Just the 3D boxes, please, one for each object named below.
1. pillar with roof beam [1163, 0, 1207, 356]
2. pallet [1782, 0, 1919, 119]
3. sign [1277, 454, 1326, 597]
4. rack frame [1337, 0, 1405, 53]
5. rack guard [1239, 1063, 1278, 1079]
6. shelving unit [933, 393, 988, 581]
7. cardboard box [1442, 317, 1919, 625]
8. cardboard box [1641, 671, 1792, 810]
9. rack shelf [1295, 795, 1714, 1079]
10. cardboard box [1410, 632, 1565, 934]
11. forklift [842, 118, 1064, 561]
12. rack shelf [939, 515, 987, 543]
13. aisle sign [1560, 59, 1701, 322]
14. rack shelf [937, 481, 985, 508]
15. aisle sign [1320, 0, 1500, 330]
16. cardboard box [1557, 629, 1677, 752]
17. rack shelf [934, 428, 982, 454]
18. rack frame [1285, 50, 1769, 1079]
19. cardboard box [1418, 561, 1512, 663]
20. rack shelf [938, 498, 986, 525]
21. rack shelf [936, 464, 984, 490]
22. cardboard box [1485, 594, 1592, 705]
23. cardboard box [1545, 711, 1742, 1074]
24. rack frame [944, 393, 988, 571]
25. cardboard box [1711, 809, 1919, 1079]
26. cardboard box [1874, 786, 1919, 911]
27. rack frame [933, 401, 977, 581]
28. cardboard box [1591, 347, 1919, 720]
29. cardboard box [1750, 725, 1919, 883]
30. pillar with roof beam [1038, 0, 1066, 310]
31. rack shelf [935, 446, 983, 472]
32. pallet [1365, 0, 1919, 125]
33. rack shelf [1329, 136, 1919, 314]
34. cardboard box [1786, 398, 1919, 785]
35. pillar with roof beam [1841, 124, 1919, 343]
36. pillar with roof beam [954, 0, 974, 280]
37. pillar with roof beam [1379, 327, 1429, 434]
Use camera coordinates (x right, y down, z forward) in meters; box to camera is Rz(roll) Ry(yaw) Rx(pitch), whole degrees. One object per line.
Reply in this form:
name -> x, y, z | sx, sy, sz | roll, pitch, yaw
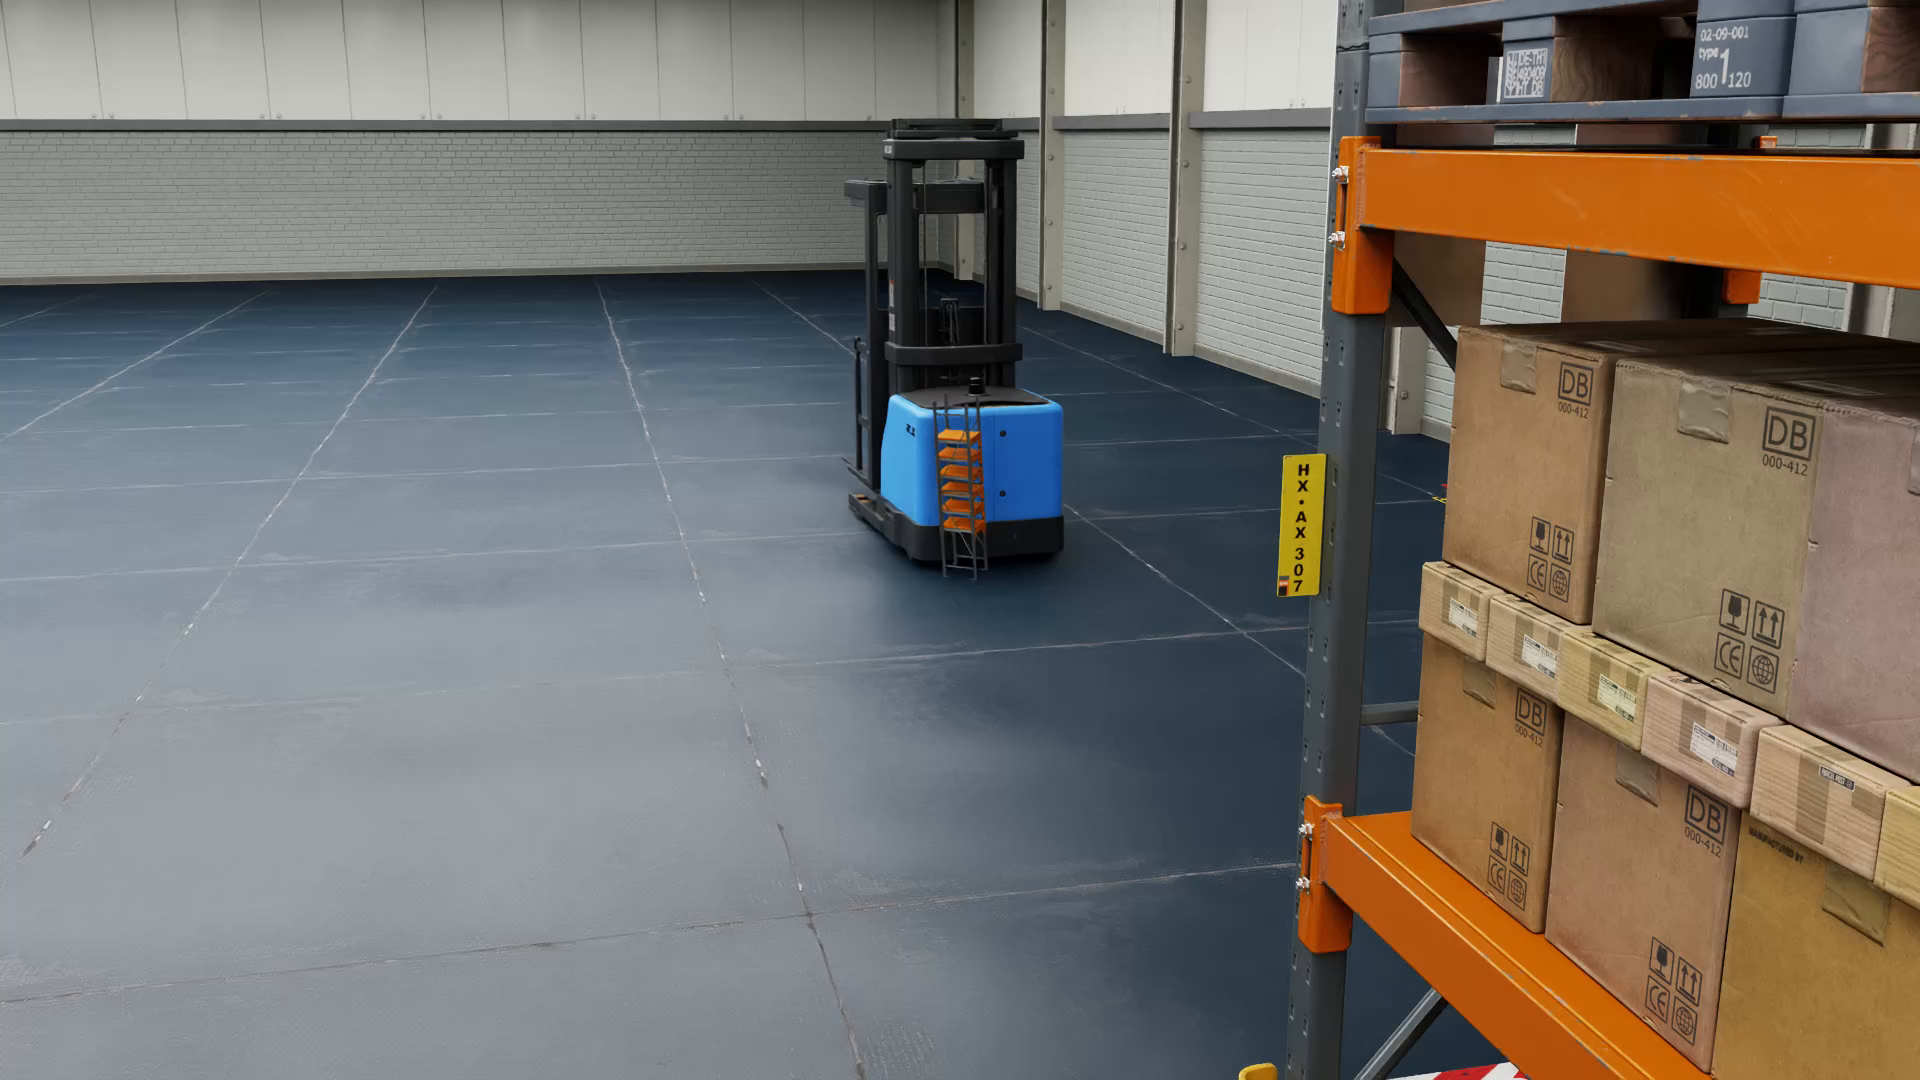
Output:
pillar with roof beam -> -1.283, -6.593, 19.952 | 9.100, 9.000, 0.400 | -3, 14, -13
pallet -> 1.741, -0.570, 1.806 | 1.003, 0.211, 1.213 | -3, 14, -13
sign -> 0.769, -0.032, 3.746 | 0.100, 0.325, 0.005 | -3, 14, -13
rack frame -> 1.310, -2.517, 3.267 | 1.000, 3.000, 0.127 | -3, 14, -13
rack guard -> 1.304, 1.606, 4.298 | 1.175, 0.500, 0.348 | -3, 14, -13
shelving unit -> 0.006, -0.338, 10.748 | 0.258, 1.200, 0.189 | 6, 23, 22
cardboard box -> 1.419, -0.160, 3.319 | 0.700, 0.500, 0.500 | -3, 14, -13
cardboard box -> 1.372, 0.313, 2.747 | 0.380, 0.149, 0.250 | -4, 14, -14
rack shelf -> 1.779, 1.209, 2.176 | 1.077, 0.370, 4.000 | -3, 14, -13
cardboard box -> 1.407, 0.458, 3.523 | 0.700, 0.500, 0.500 | -3, 14, -13
forklift -> -0.214, -1.586, 12.244 | 1.130, 2.935, 3.031 | -4, 14, -17
rack shelf -> 0.021, -0.072, 10.849 | 0.258, 0.103, 0.180 | 6, 23, 22
aisle sign -> 1.580, -0.897, 3.800 | 0.394, 0.787, 0.004 | -3, 14, -13
rack shelf -> 0.008, -0.296, 10.764 | 0.258, 0.103, 0.180 | 6, 23, 22
aisle sign -> 0.997, -0.863, 3.663 | 0.394, 0.787, 0.004 | -3, 14, -13
cardboard box -> 1.314, 0.255, 2.986 | 0.380, 0.149, 0.250 | -3, 14, -13
rack shelf -> -0.011, -0.632, 10.635 | 0.258, 0.103, 0.180 | 6, 23, 22
rack frame -> 1.310, 0.398, 3.979 | 1.000, 3.000, 0.127 | -3, 14, -13
cardboard box -> 1.193, 0.137, 3.471 | 0.380, 0.149, 0.250 | -3, 14, -14
rack shelf -> 0.014, -0.184, 10.806 | 0.258, 0.103, 0.180 | 6, 23, 22
rack shelf -> 0.002, -0.408, 10.721 | 0.258, 0.103, 0.180 | 6, 23, 22
cardboard box -> 1.257, 0.197, 3.222 | 0.380, 0.149, 0.250 | -4, 14, -15
cardboard box -> 1.535, 0.578, 3.029 | 0.700, 0.500, 0.500 | -3, 14, -12
rack frame -> 0.041, -0.370, 10.826 | 0.240, 1.200, 0.006 | 6, 23, 22
cardboard box -> 1.646, 0.693, 2.558 | 0.700, 0.500, 0.500 | -3, 14, -13
cardboard box -> 1.497, 0.434, 2.255 | 0.380, 0.149, 0.250 | -3, 14, -14
rack frame -> -0.030, -0.306, 10.670 | 0.240, 1.200, 0.006 | 6, 23, 22
cardboard box -> 1.548, -0.039, 2.824 | 0.700, 0.500, 0.500 | -4, 14, -15
cardboard box -> 1.437, 0.375, 2.496 | 0.380, 0.149, 0.250 | -4, 14, -15
pillar with roof beam -> -2.692, -7.977, 25.617 | 9.100, 9.000, 0.400 | -3, 14, -13
rack shelf -> -0.005, -0.520, 10.678 | 0.258, 0.103, 0.180 | 6, 23, 22
pallet -> 1.451, -0.852, 2.960 | 1.003, 0.211, 1.213 | -3, 14, -13
rack shelf -> 1.779, -0.249, 1.820 | 1.077, 0.370, 4.000 | -3, 14, -13
cardboard box -> 1.667, 0.077, 2.348 | 0.700, 0.500, 0.500 | -3, 14, -13
pillar with roof beam -> 1.535, -3.825, 8.620 | 9.100, 9.000, 0.400 | -3, 14, -13
pillar with roof beam -> -4.101, -9.361, 31.283 | 9.100, 9.000, 0.400 | -3, 14, -13
pillar with roof beam -> 0.126, -5.209, 14.286 | 9.100, 9.000, 0.400 | -3, 14, -13
